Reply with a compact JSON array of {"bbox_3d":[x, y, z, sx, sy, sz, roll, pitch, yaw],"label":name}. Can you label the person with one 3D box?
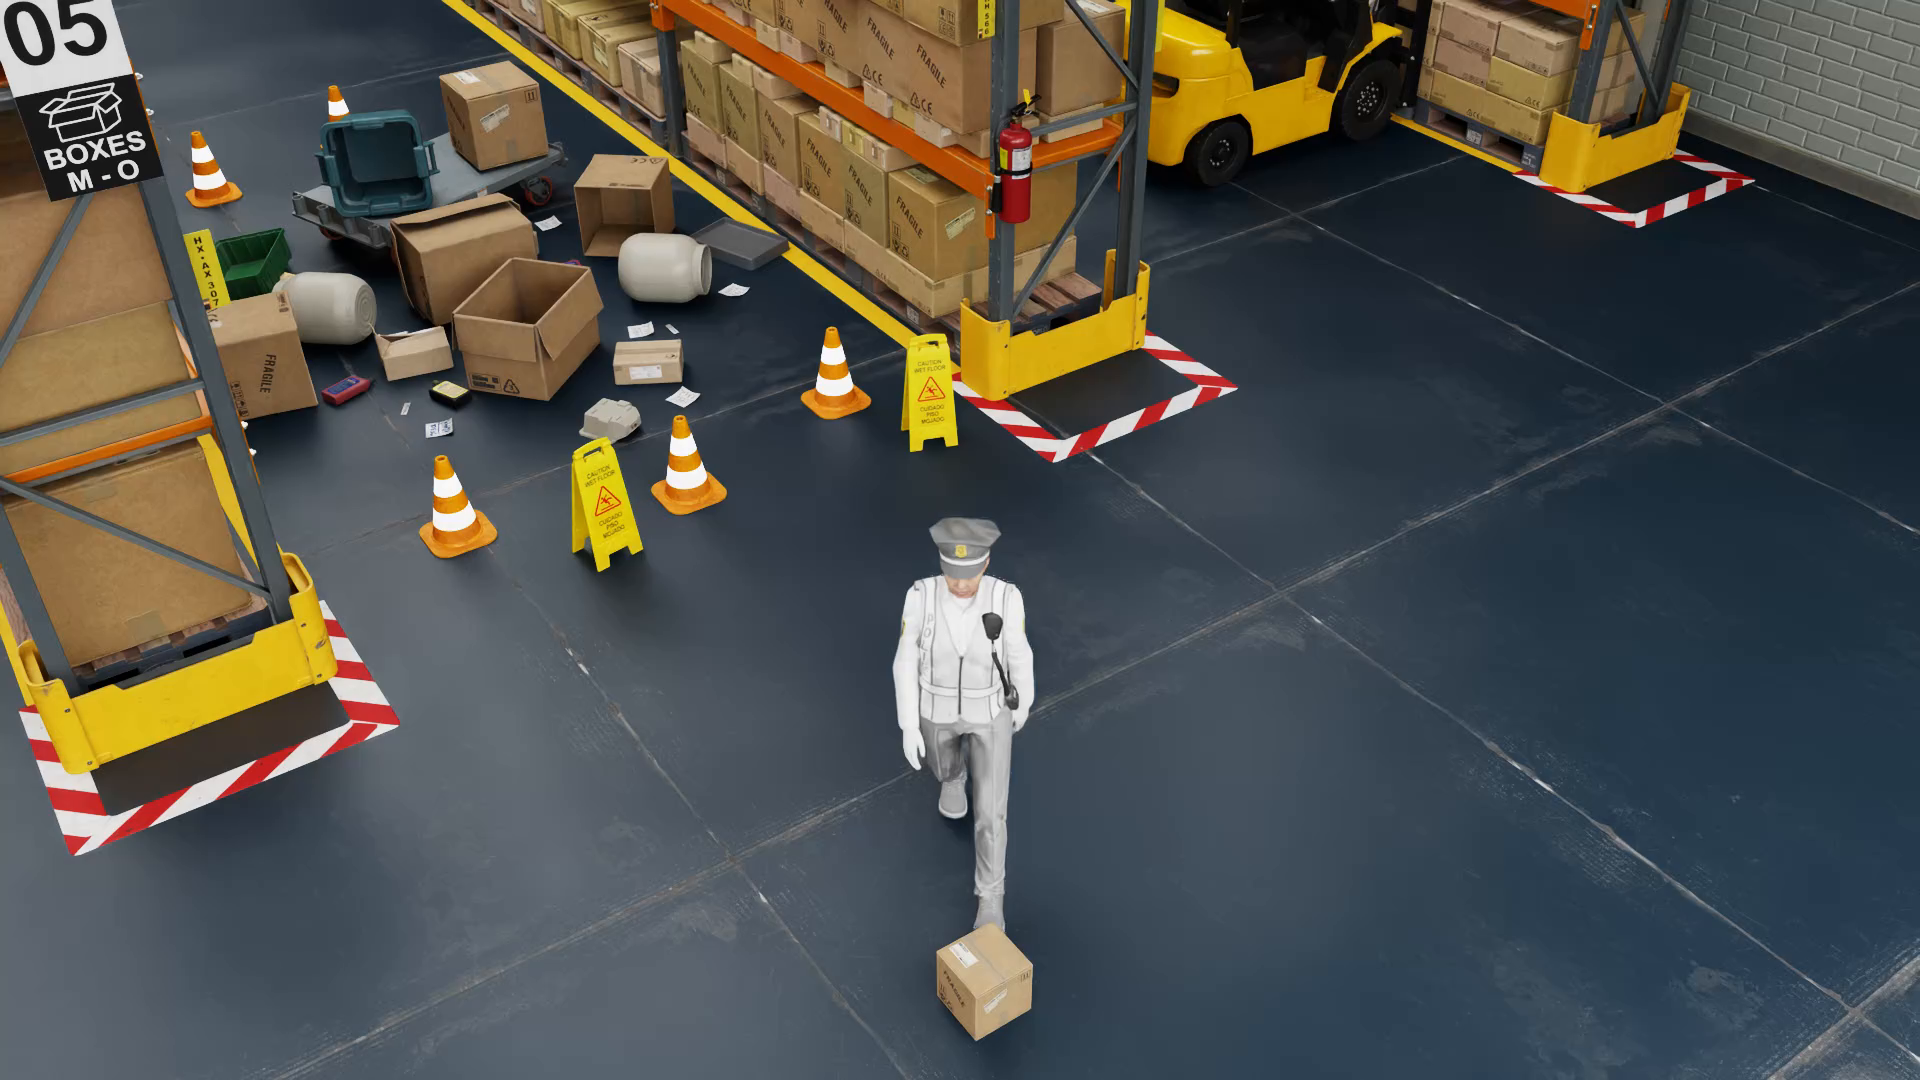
[{"bbox_3d":[0.013,0.625,6.150,0.511,1.640,0.893,4,37,5],"label":"person"}]
